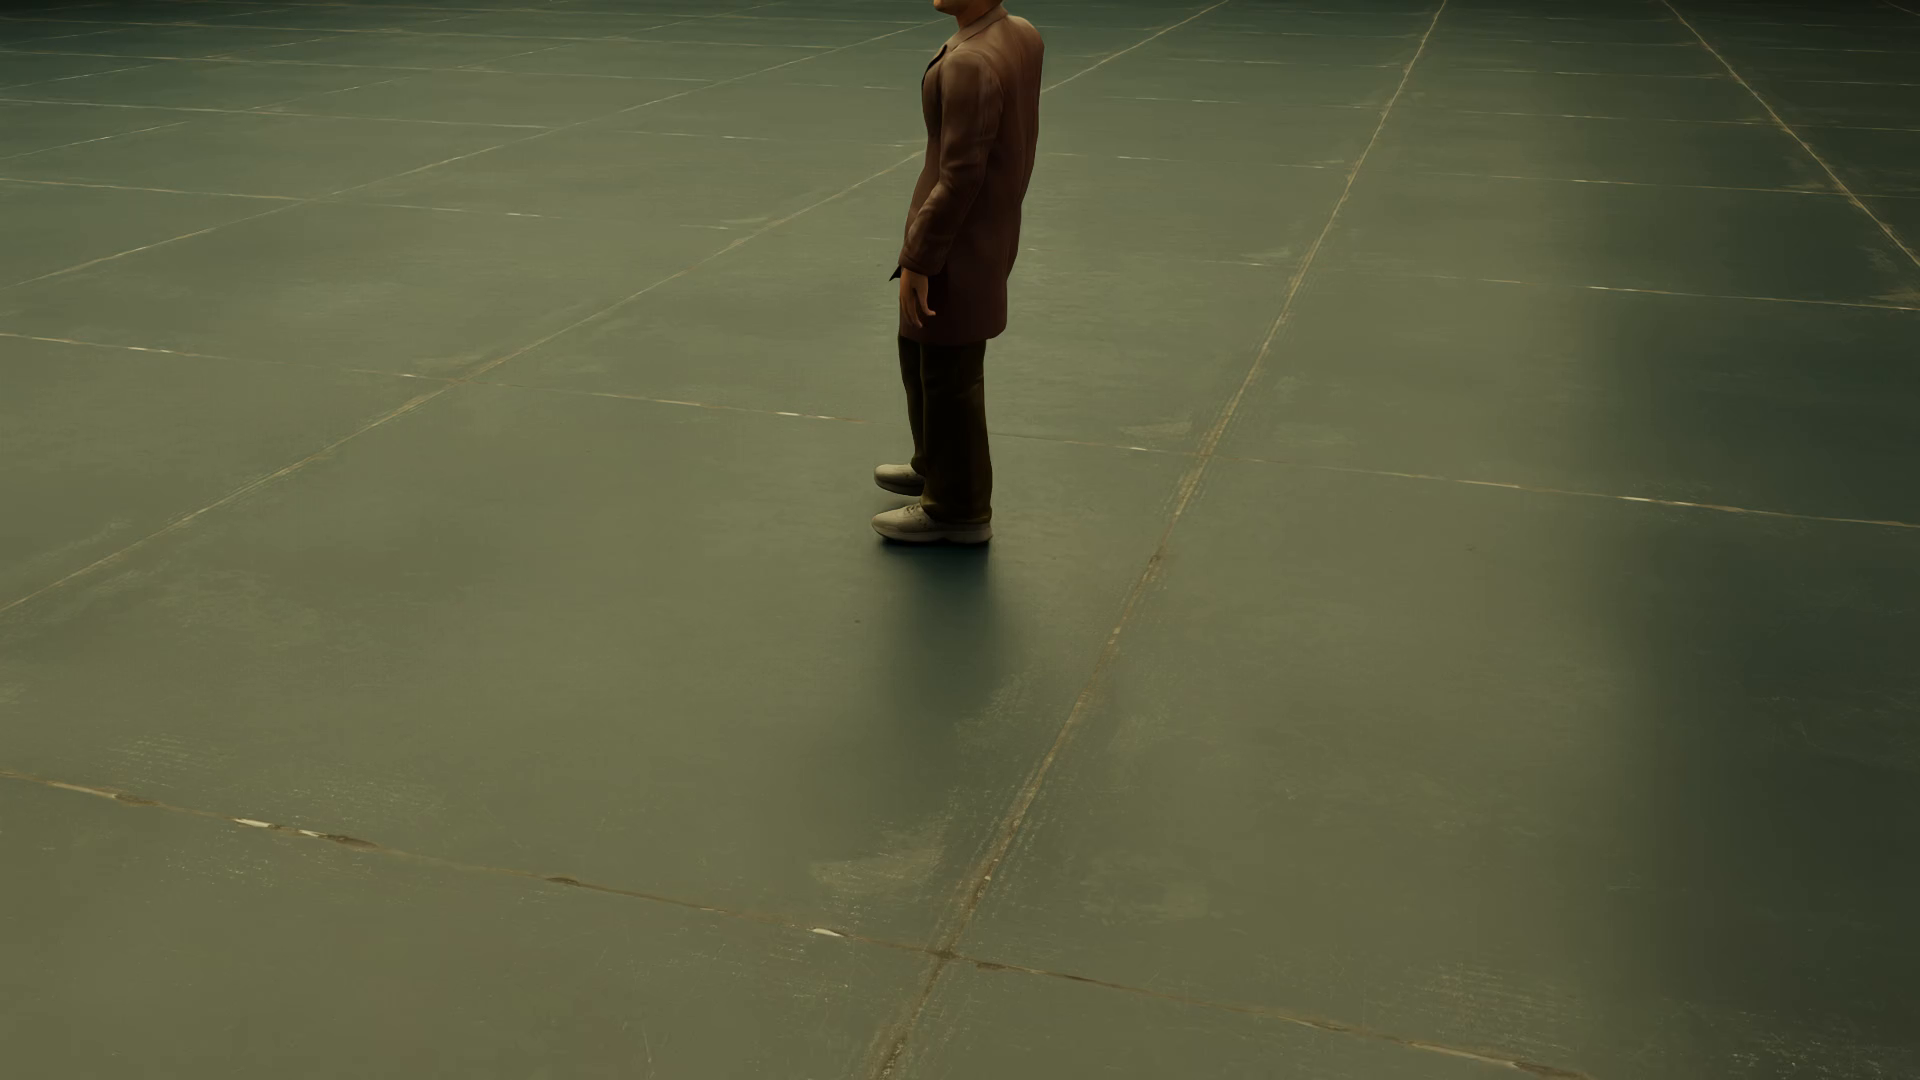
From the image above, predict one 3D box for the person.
[{"bbox_3d":[-0.086,-0.840,4.808,0.583,1.775,0.696,7,23,16],"label":"person"}]
